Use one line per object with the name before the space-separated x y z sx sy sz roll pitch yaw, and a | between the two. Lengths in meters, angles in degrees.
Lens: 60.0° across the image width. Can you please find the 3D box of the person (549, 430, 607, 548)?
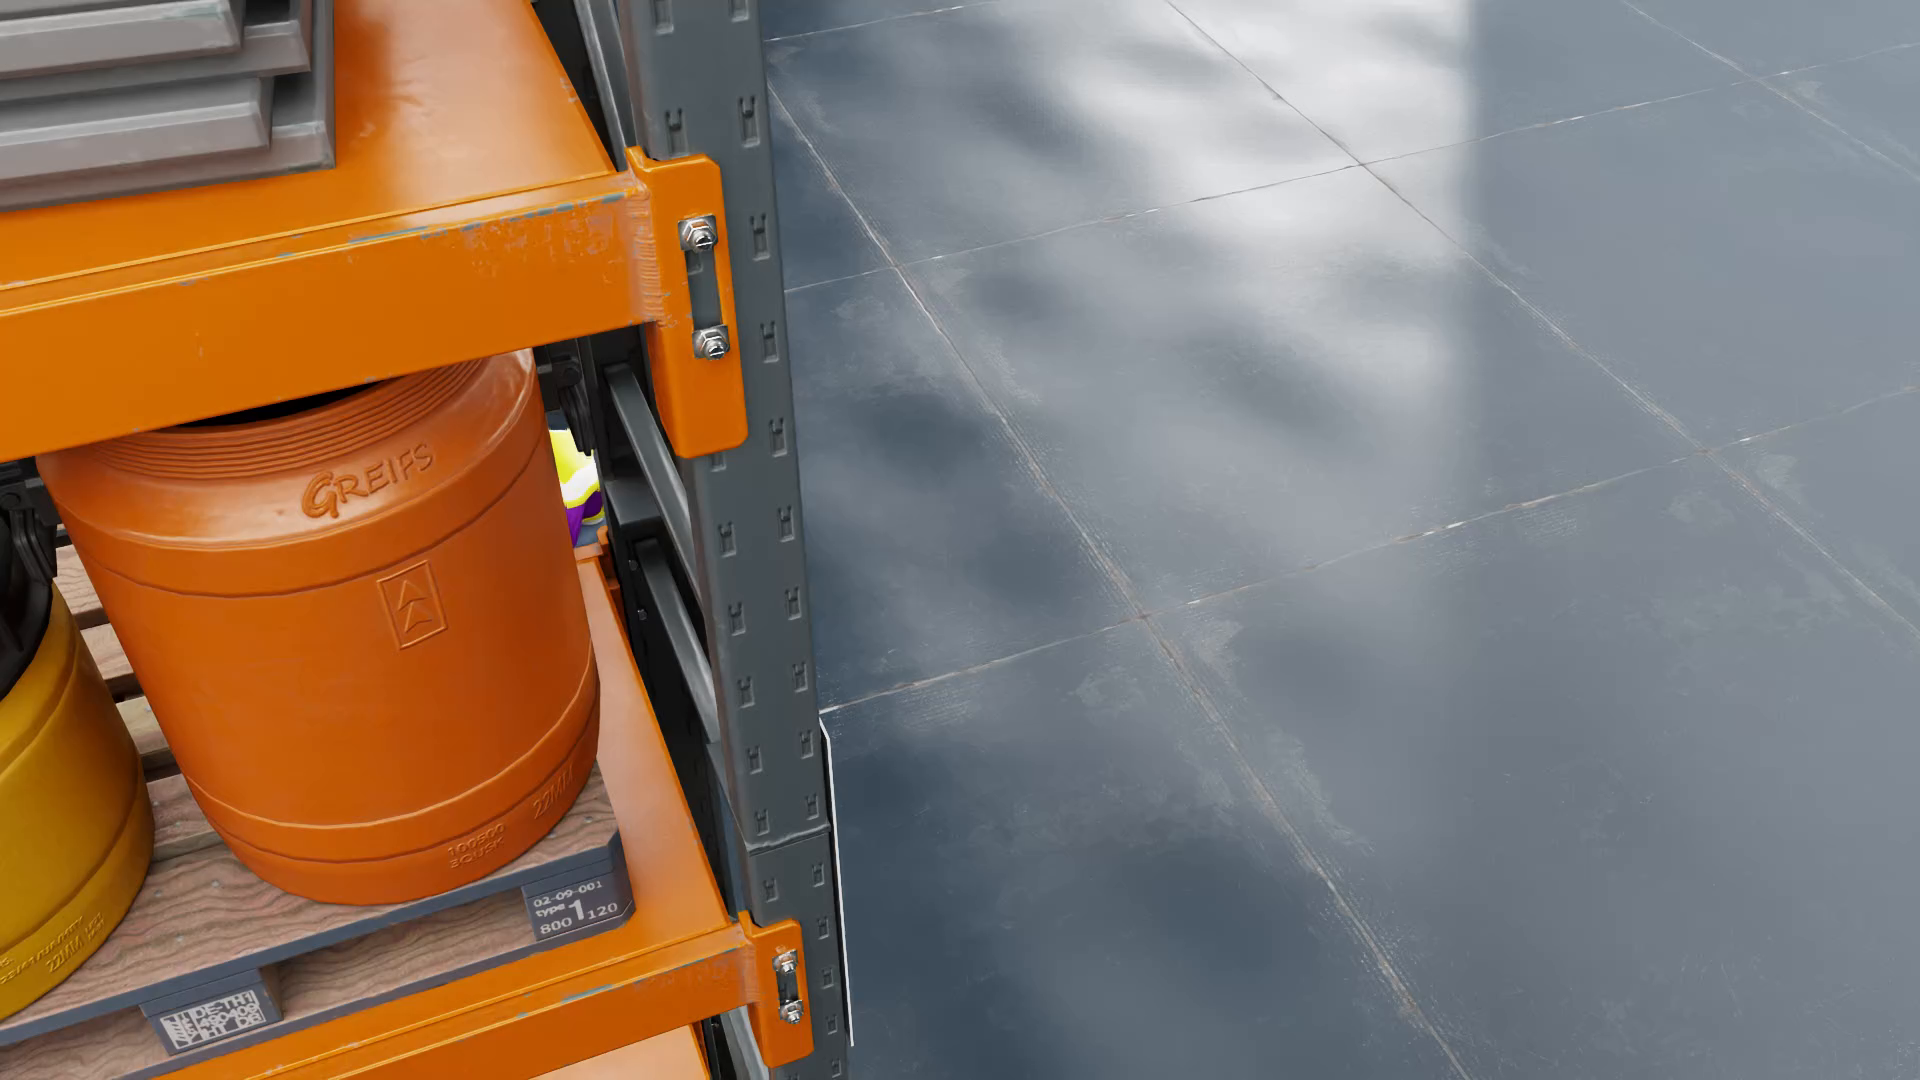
person | -1.595 -0.091 6.906 0.893 0.896 0.560 -15 44 -17
